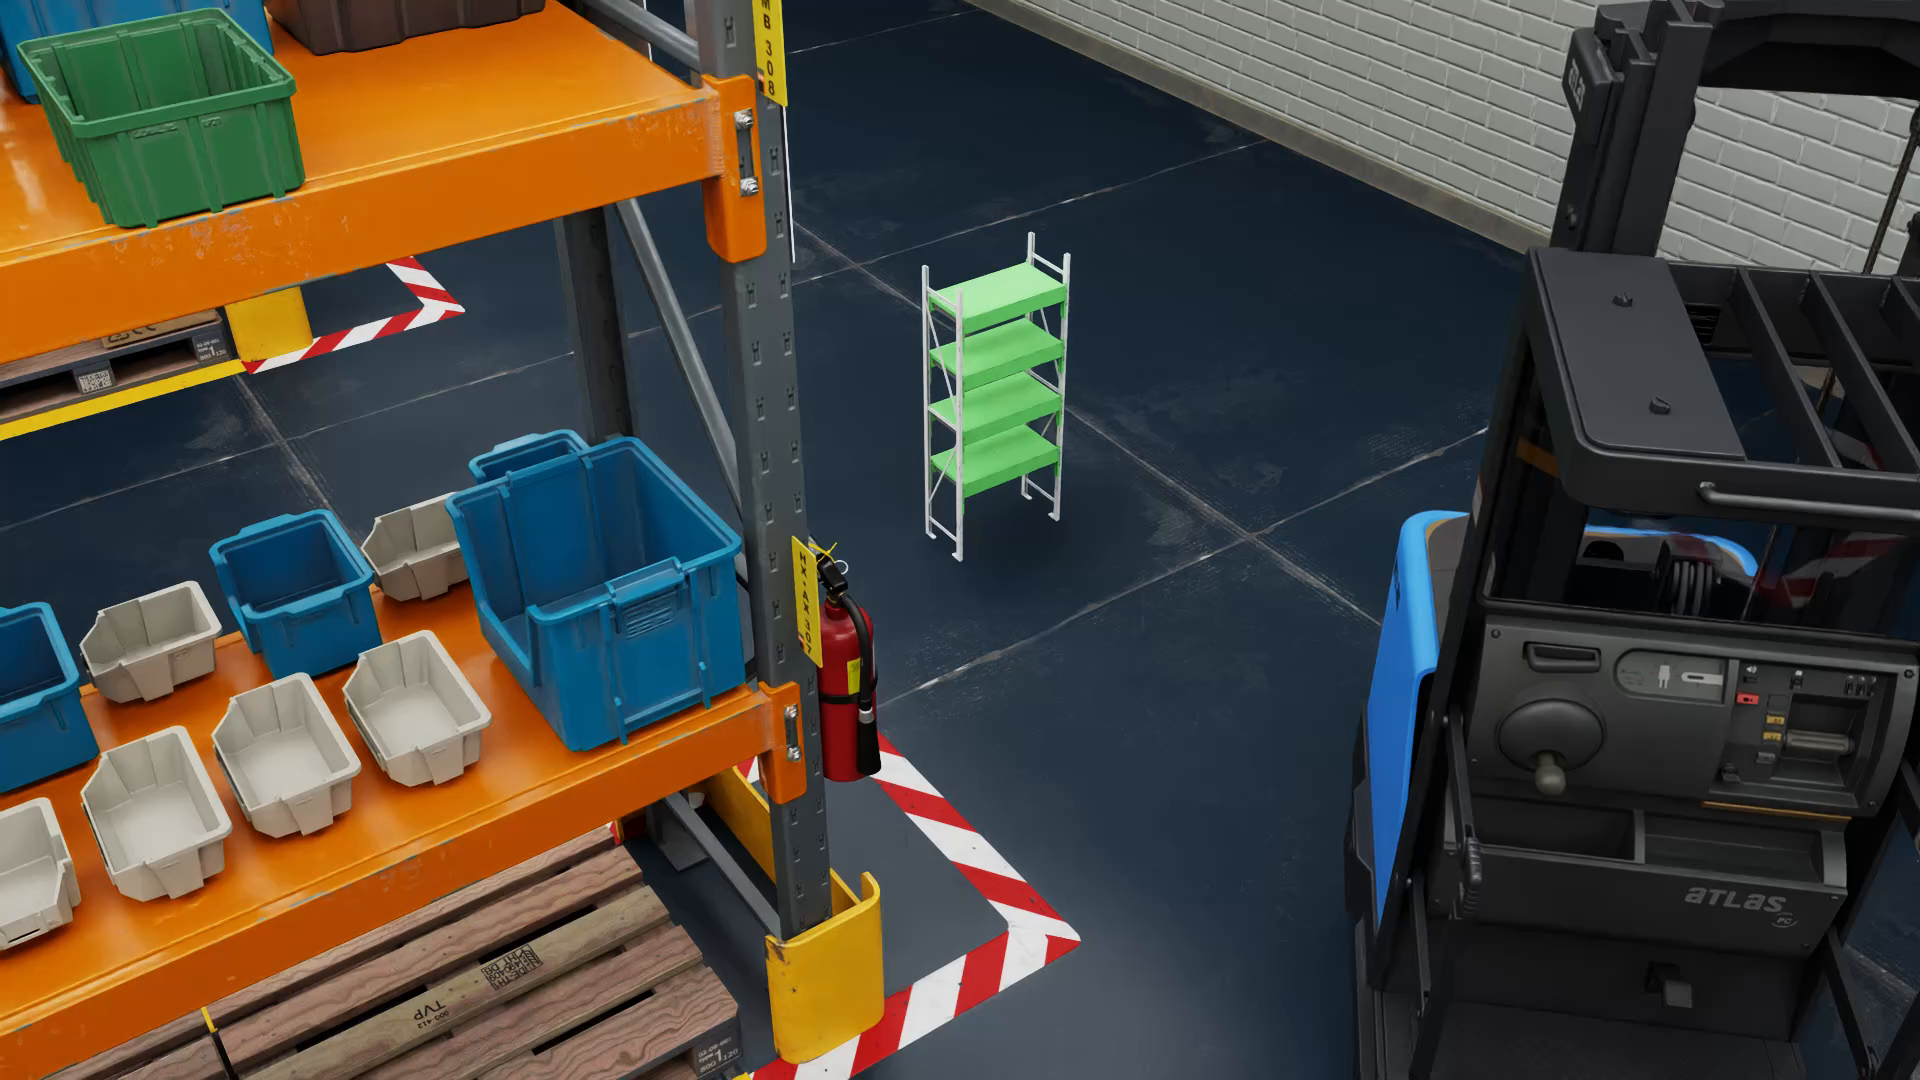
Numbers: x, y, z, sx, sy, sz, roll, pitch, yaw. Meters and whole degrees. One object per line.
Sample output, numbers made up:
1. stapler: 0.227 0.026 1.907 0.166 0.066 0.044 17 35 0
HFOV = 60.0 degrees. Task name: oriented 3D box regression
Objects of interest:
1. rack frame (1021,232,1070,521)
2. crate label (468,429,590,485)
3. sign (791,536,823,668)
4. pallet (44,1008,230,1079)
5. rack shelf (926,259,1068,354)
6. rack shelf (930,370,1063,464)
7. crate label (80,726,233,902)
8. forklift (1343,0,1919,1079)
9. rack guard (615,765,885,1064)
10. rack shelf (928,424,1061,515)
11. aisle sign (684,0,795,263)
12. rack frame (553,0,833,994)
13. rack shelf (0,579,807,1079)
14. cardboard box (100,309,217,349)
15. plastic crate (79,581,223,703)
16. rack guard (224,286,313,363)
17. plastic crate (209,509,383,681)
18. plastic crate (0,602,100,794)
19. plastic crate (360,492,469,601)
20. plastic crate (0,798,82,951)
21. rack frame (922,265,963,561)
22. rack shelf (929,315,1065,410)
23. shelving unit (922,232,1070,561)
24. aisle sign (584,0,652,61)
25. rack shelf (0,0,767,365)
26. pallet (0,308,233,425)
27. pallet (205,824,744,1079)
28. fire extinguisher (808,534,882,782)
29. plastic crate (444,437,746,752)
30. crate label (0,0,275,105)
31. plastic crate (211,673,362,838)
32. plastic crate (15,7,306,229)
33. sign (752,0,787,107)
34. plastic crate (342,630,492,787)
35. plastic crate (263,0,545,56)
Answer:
1. rack frame: 0.335 -0.625 6.591 0.015 1.200 0.240 -22 41 -28
2. crate label: -1.074 -0.076 4.378 0.303 0.233 0.416 -22 41 -28
3. sign: -0.352 0.146 3.839 0.005 0.325 0.100 -22 41 -28
4. pallet: -2.375 1.754 4.131 1.213 0.211 1.003 -22 41 -28
5. rack shelf: 0.135 -0.881 6.234 0.480 0.148 0.258 -22 41 -28
6. rack shelf: 0.135 -0.491 6.514 0.480 0.148 0.258 -22 41 -28
7. crate label: -1.704 0.594 3.529 0.243 0.136 0.396 -22 41 -28
8. forklift: 1.612 0.475 3.579 1.130 2.935 3.031 5 36 7
9. rack guard: -0.670 0.955 4.993 0.348 0.500 1.175 -22 41 -28
10. rack shelf: 0.135 -0.296 6.655 0.480 0.148 0.258 -22 41 -28
11. aisle sign: -0.455 -0.985 3.324 0.004 0.787 0.394 -22 41 -28
12. rack frame: -0.683 -0.045 4.244 0.127 3.000 1.000 -22 41 -28
13. rack shelf: -2.317 0.920 3.518 4.000 0.370 1.077 -22 41 -28
14. cardboard box: -3.836 -1.274 7.716 0.500 0.500 0.500 -22 41 -28
15. plastic crate: -1.938 0.260 3.994 0.298 0.136 0.250 -22 41 -28
16. rack guard: -3.595 -1.370 8.227 0.348 0.500 1.175 -22 41 -28
17. plastic crate: -1.612 0.146 4.070 0.300 0.233 0.416 -22 41 -28
18. plastic crate: -2.150 0.367 3.762 0.300 0.233 0.416 -22 41 -28
19. plastic crate: -1.384 0.032 4.311 0.298 0.136 0.250 -22 41 -28
20. plastic crate: -1.935 0.703 3.378 0.250 0.136 0.298 -22 41 -28
21. rack frame: -0.064 -0.461 6.363 0.015 1.200 0.240 -22 41 -28
22. rack shelf: 0.135 -0.686 6.374 0.480 0.148 0.258 -22 41 -28
23. shelving unit: 0.135 -0.543 6.477 0.503 1.200 0.258 -22 41 -28
24. aisle sign: -0.795 -1.266 3.715 0.004 0.787 0.394 -22 41 -28
25. rack shelf: -2.317 -0.298 2.643 4.000 0.370 1.077 -22 41 -28
26. pallet: -4.246 -0.984 7.938 1.213 0.211 1.003 -22 41 -28
27. pallet: -1.379 1.346 4.698 1.213 0.211 1.003 -22 41 -28
28. fire extinguisher: -0.298 0.304 4.144 0.183 0.674 0.296 -22 41 -28
29. plastic crate: -0.849 0.118 3.935 0.499 0.435 0.616 -22 41 -28
30. crate label: -1.623 -1.046 3.194 0.502 0.251 0.408 -22 41 -28
31. plastic crate: -1.490 0.489 3.676 0.243 0.136 0.396 -22 41 -28
32. plastic crate: -1.324 -0.709 2.779 0.336 0.188 0.450 -22 41 -28
33. sign: -0.352 -0.963 3.041 0.005 0.325 0.100 -22 41 -28
34. plastic crate: -1.245 0.398 3.802 0.243 0.136 0.396 -22 41 -28
35. plastic crate: -1.158 -1.213 3.411 0.590 0.269 0.497 -22 41 -28
